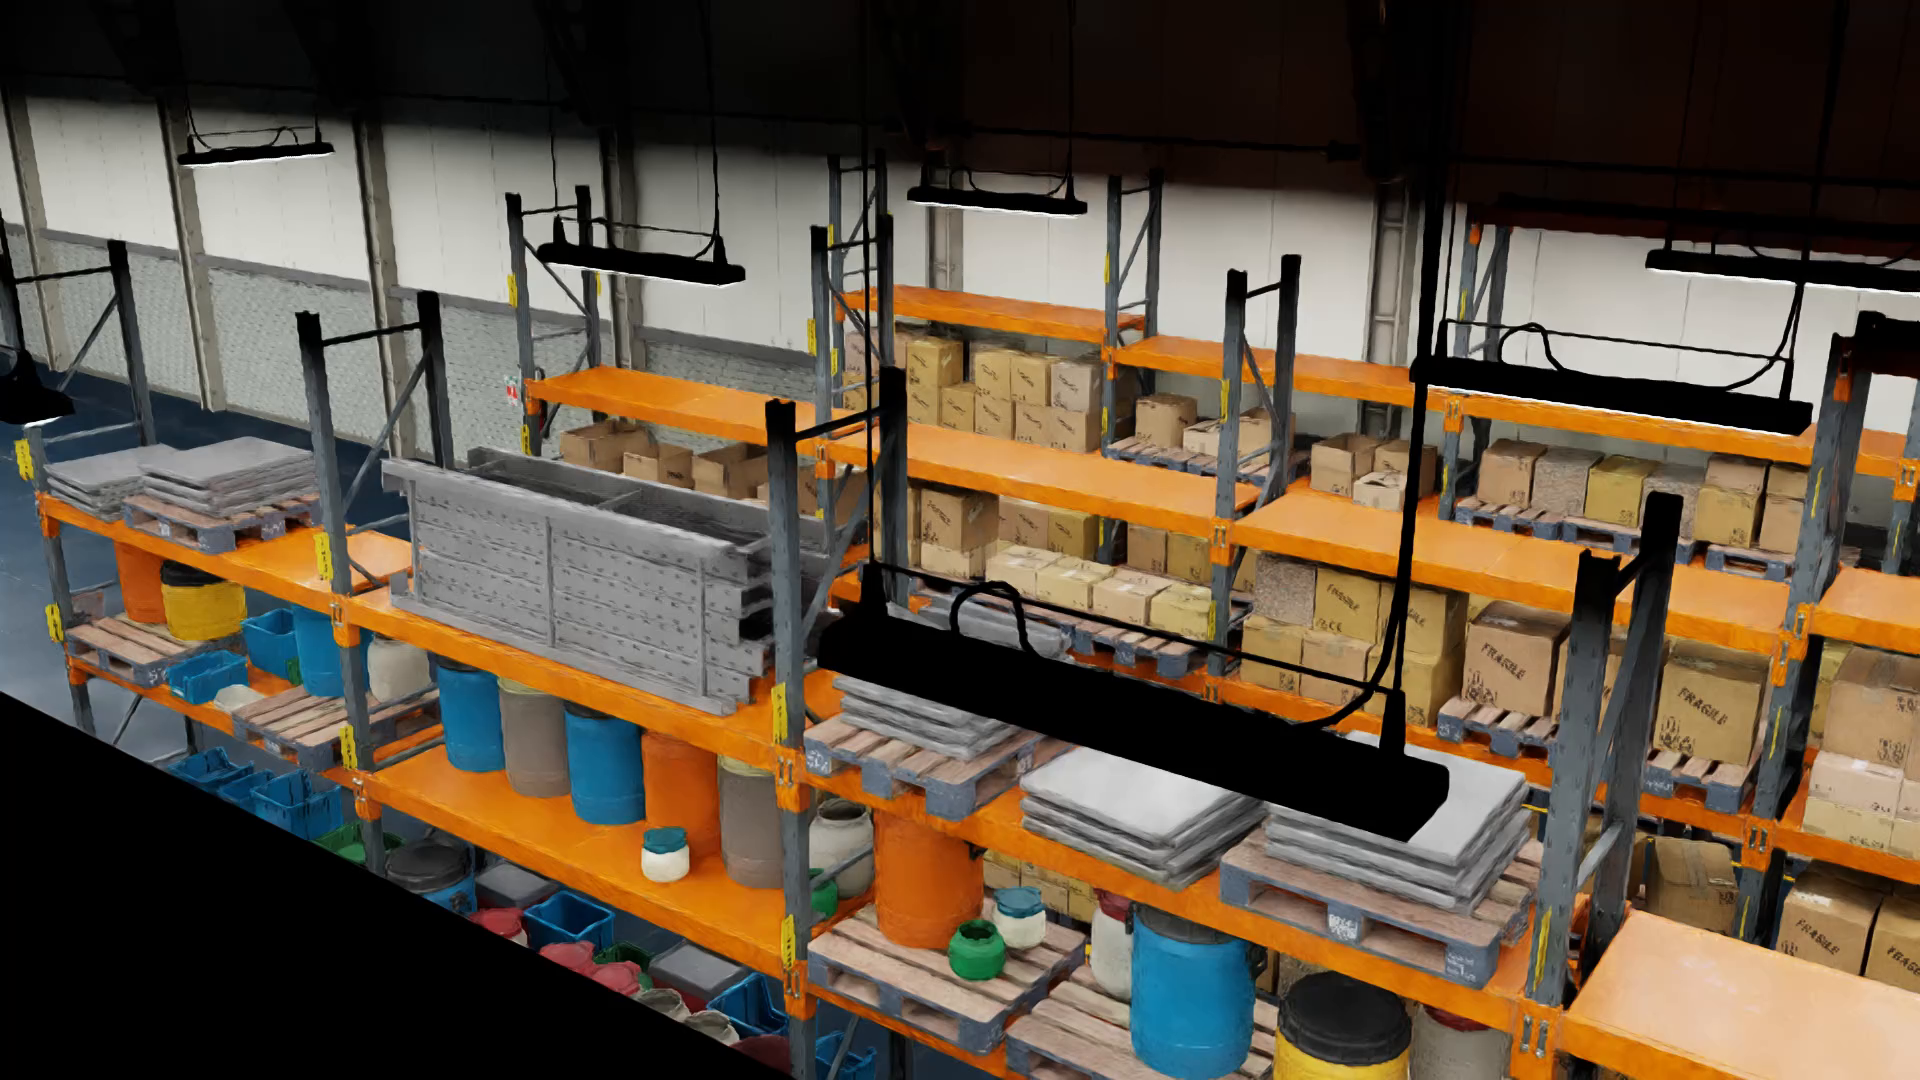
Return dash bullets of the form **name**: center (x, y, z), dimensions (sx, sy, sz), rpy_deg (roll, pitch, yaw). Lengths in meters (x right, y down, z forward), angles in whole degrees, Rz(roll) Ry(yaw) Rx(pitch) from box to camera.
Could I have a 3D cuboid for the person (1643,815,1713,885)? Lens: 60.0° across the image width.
- **person**: center (6.630, 2.435, 15.070), dimensions (0.631, 1.725, 0.393), rpy_deg (6, 19, 18)
